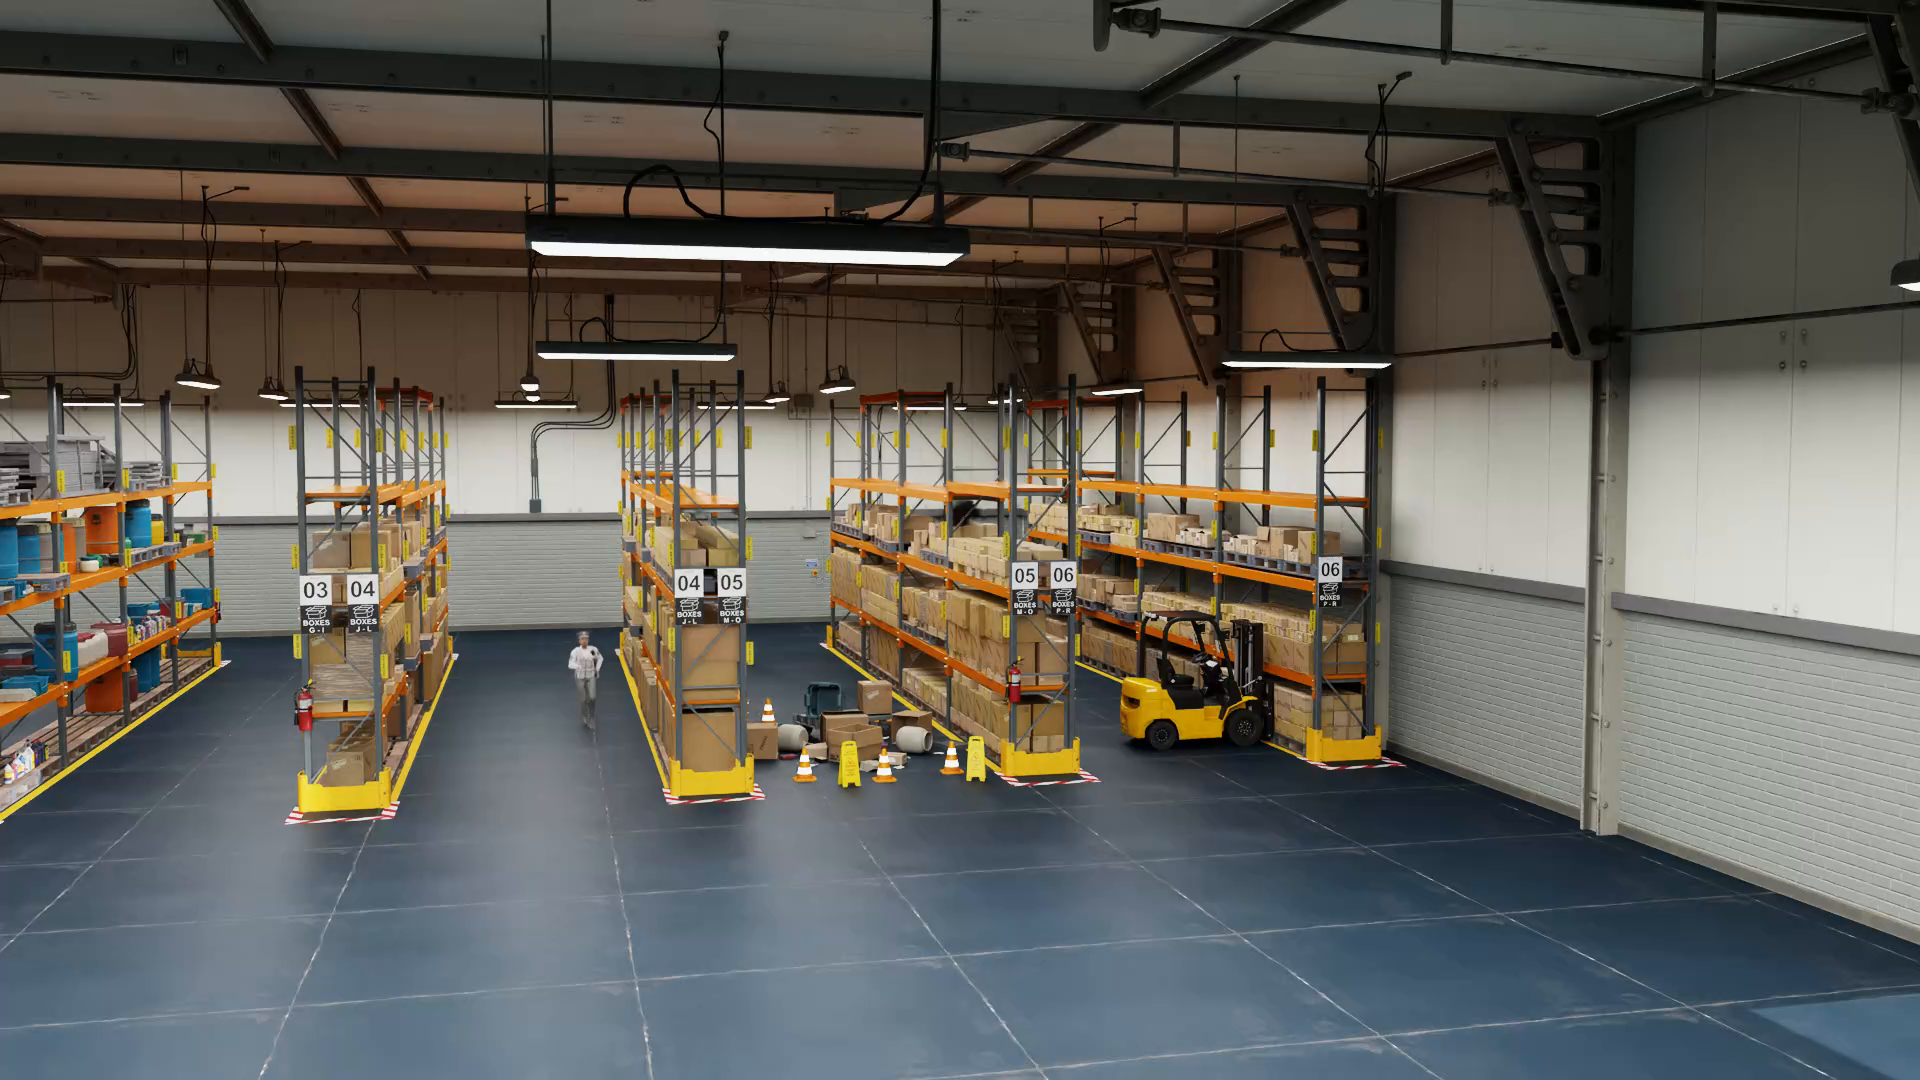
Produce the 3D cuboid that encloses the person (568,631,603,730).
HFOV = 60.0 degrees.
[{"bbox_3d":[-6.506,2.442,28.921,0.590,1.740,0.726,-1,3,-13],"label":"person"}]
